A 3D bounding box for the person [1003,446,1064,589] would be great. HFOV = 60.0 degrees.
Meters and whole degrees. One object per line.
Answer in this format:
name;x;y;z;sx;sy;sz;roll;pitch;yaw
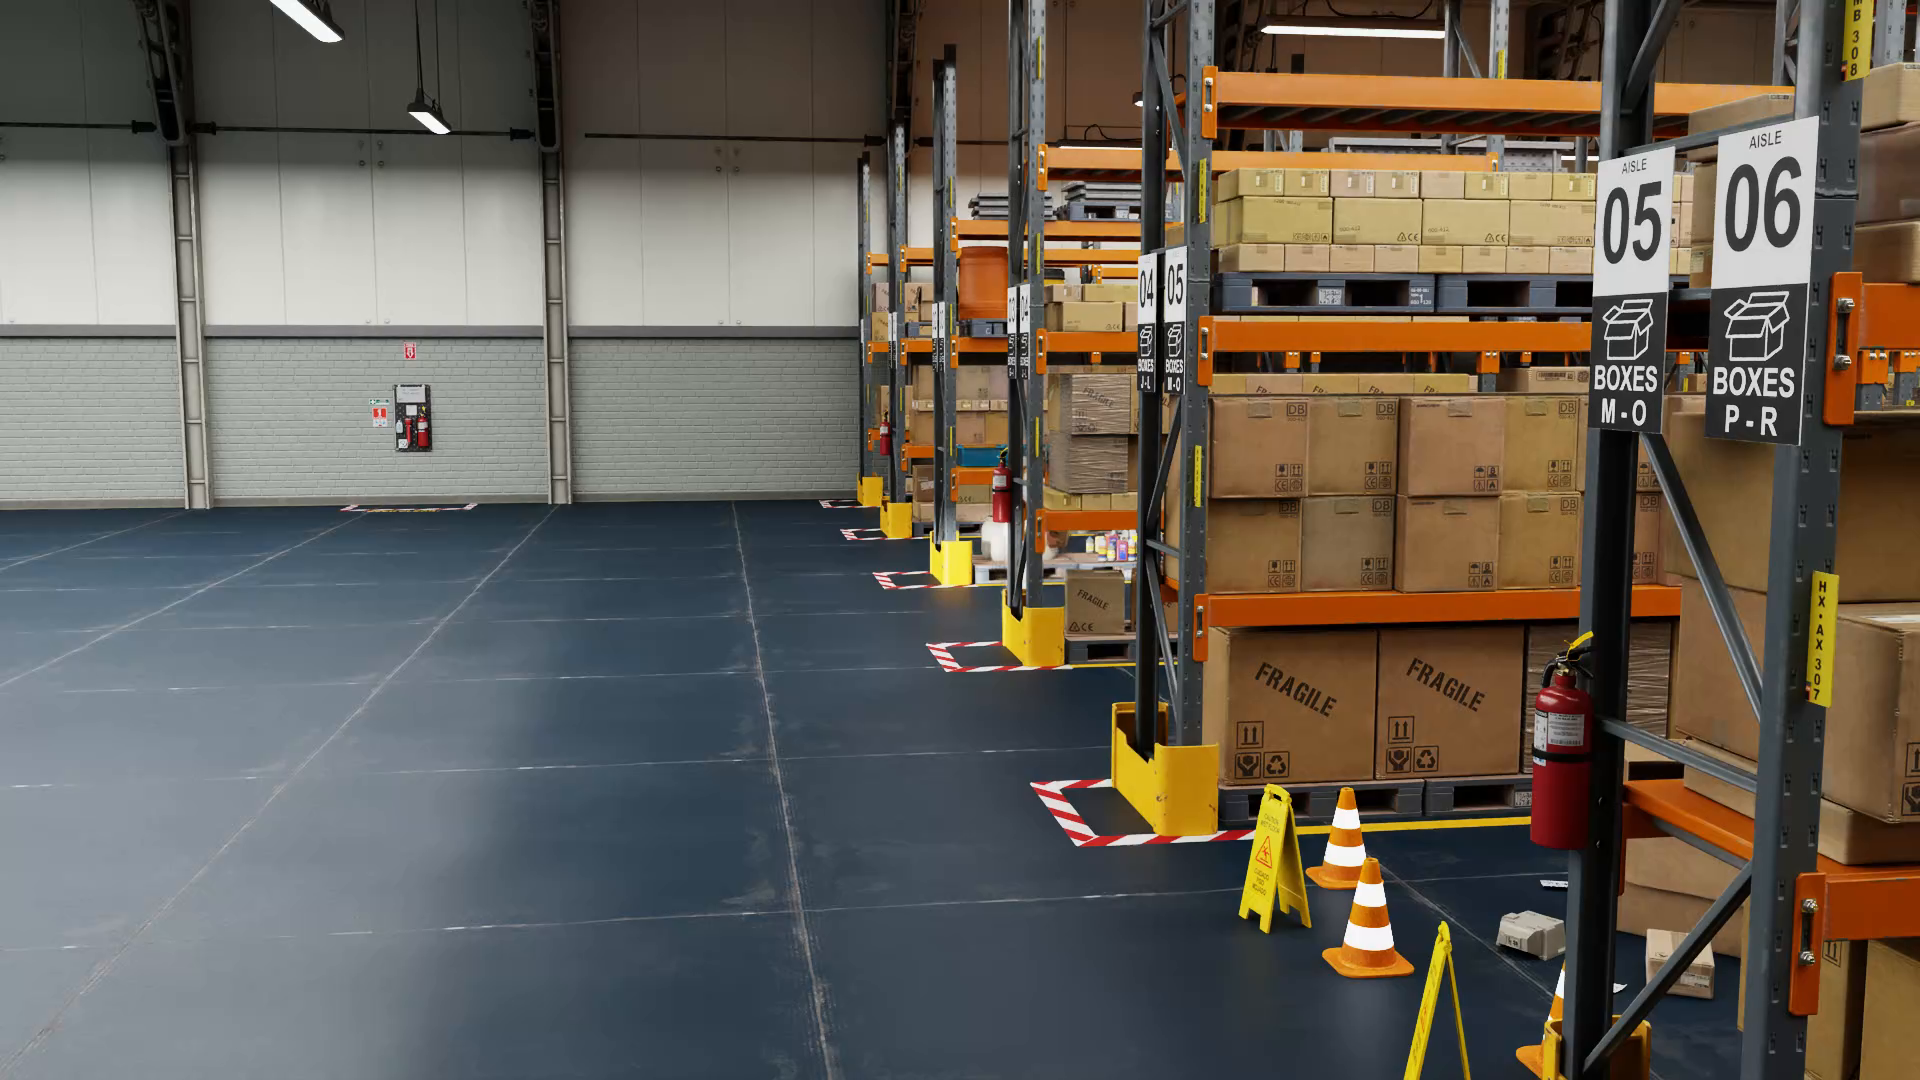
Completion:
person;0.718;-0.028;15.959;0.593;1.754;0.485;1;7;11
